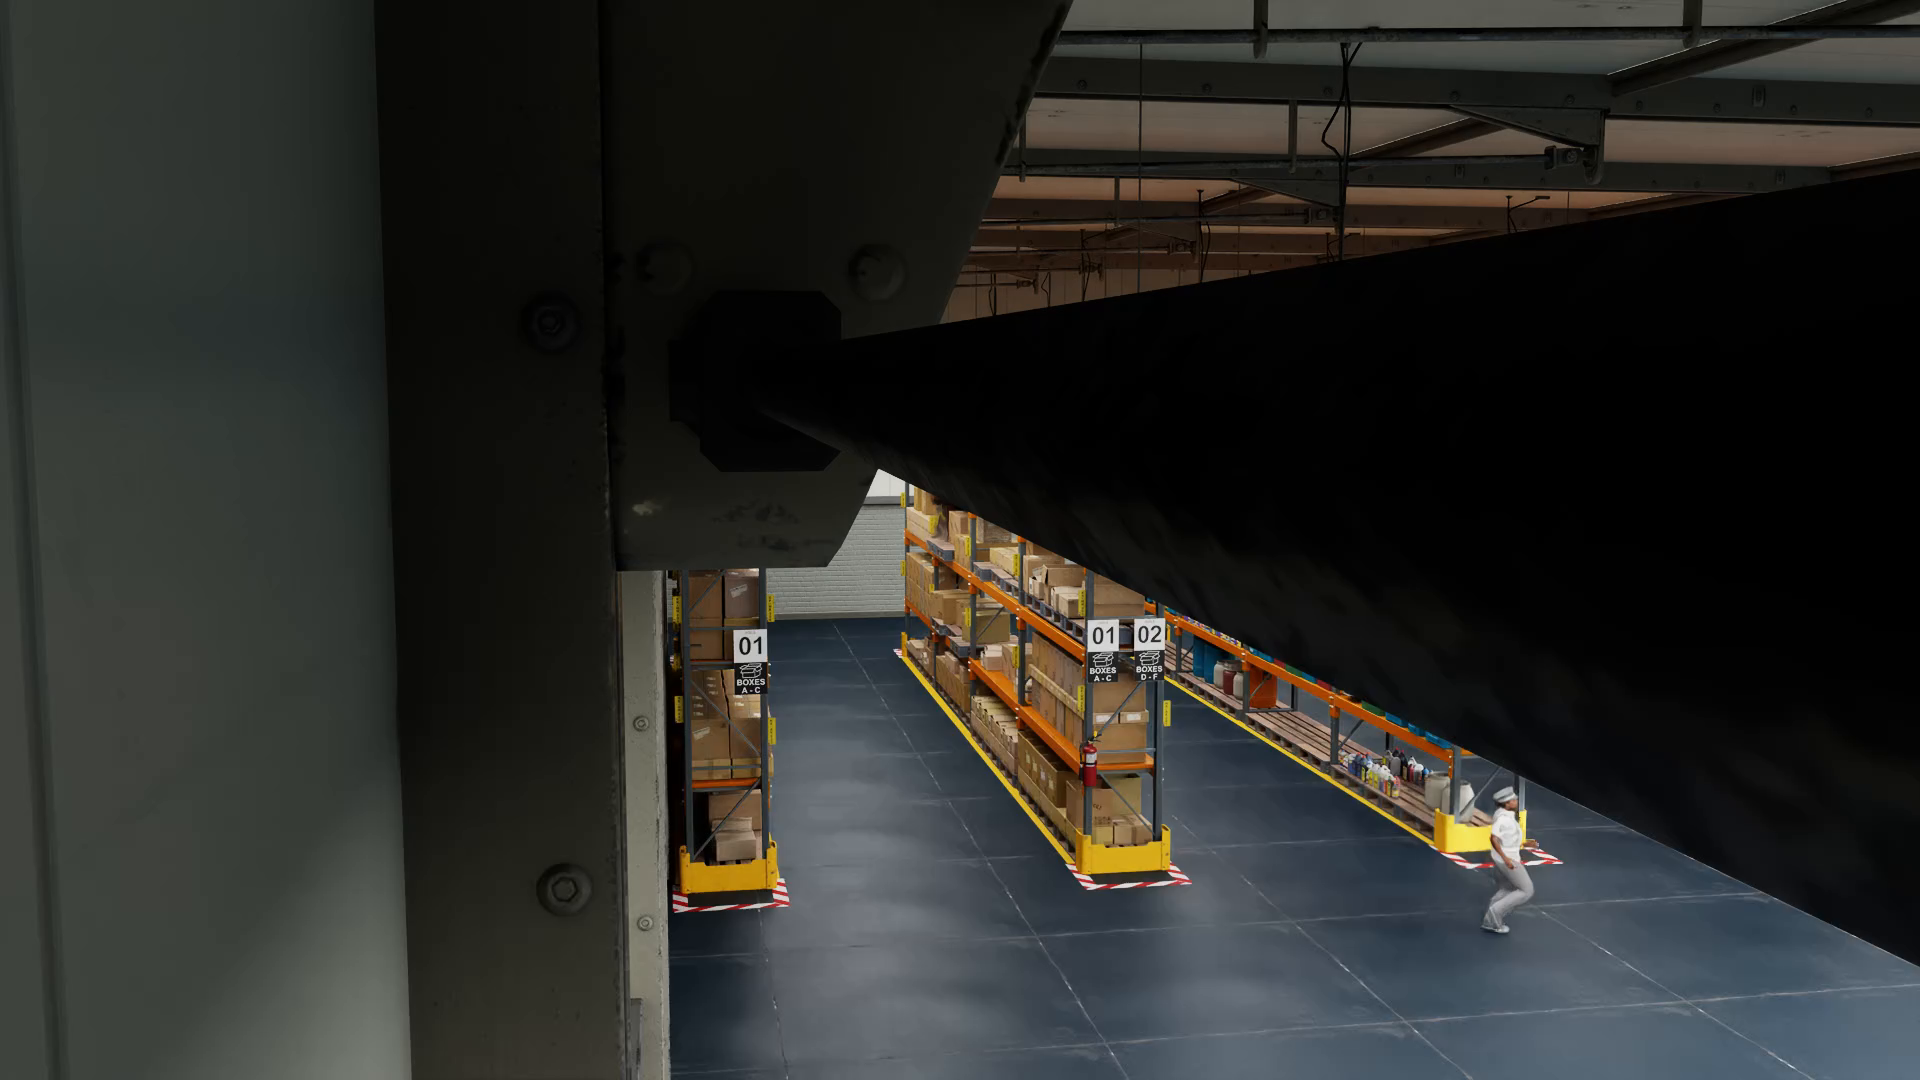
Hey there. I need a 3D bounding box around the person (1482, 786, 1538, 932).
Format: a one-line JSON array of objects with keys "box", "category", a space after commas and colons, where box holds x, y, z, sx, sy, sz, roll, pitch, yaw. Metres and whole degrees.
[{"box": [6.162, 3.574, 18.584, 0.576, 1.659, 0.560, 1, 6, 8], "category": "person"}]
